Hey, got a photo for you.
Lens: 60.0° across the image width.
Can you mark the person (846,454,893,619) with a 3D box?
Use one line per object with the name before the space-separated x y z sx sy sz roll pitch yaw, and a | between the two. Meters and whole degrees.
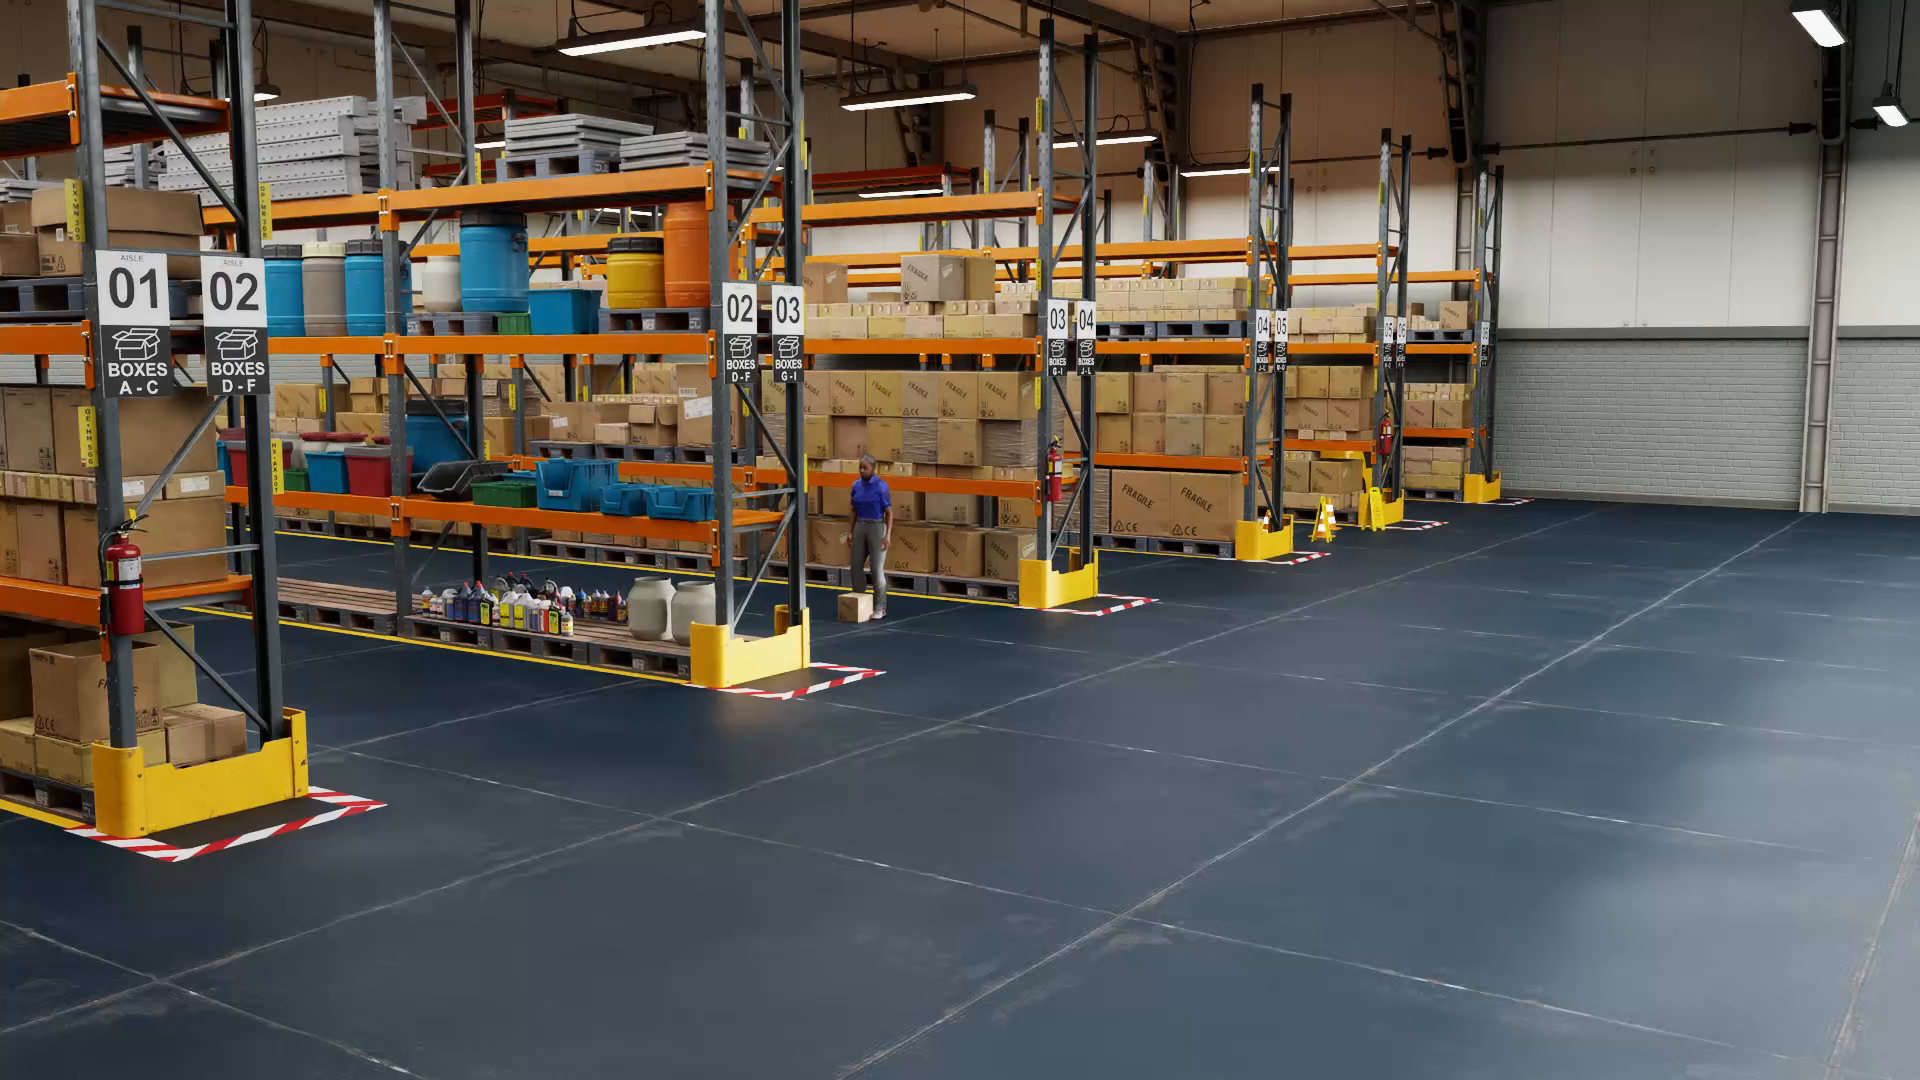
person | -0.921 -0.046 16.715 0.532 1.655 0.346 4 7 30
